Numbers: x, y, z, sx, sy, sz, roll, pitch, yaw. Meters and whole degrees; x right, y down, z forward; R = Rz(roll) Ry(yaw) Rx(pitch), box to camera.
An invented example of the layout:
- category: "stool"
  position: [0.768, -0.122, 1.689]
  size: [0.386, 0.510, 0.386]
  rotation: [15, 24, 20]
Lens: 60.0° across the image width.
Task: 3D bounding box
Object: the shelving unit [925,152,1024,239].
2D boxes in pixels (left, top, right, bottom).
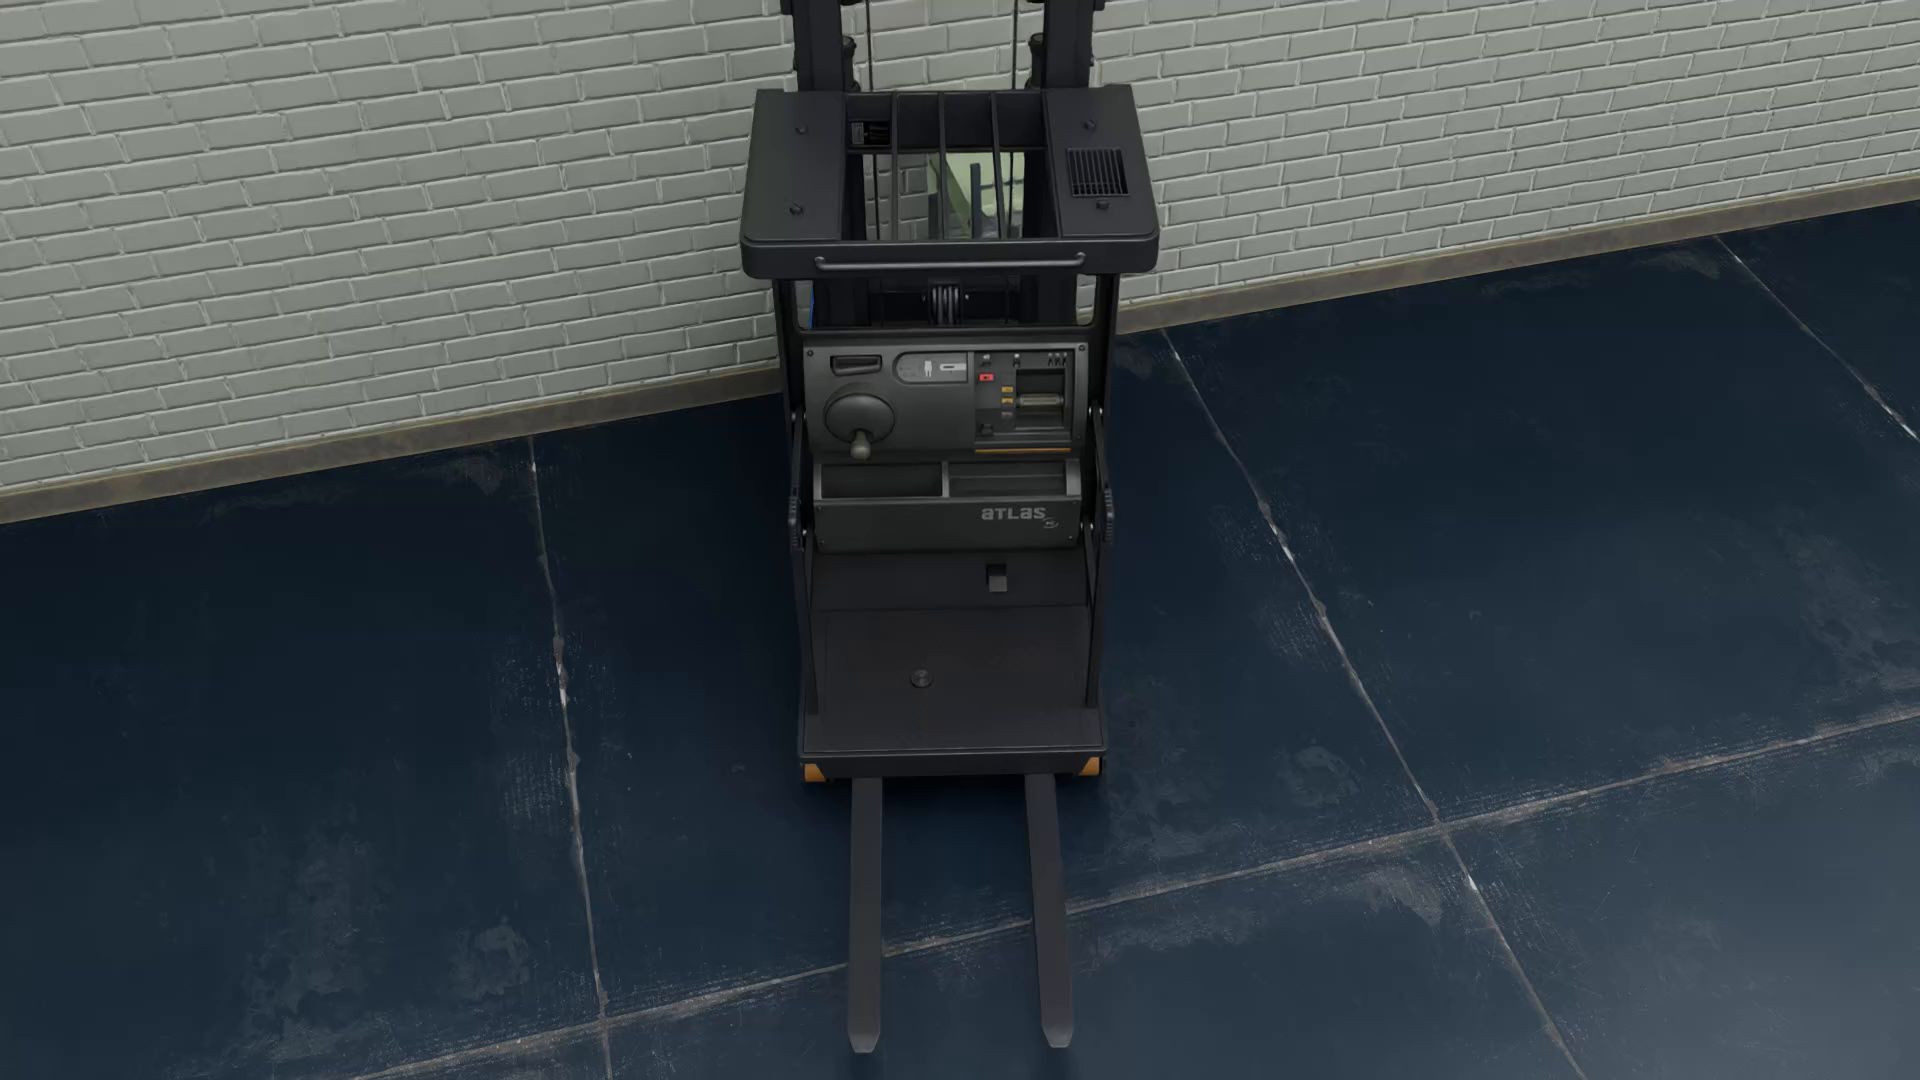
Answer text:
- category: "shelving unit"
  position: [0.159, -1.146, 7.055]
  size: [0.431, 1.500, 0.755]
  rotation: [-11, 44, -10]

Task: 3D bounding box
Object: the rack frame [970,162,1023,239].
- category: "rack frame"
  position: [0.254, -0.905, 6.797]
  size: [0.400, 1.500, 0.023]
  rotation: [-11, 44, -10]

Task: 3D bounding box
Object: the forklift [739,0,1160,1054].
- category: "forklift"
  position: [-0.037, -0.373, 5.314]
  size: [1.130, 2.935, 3.031]
  rotation: [-1, 46, -1]

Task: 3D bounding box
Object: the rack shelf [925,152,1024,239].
- category: "rack shelf"
  position: [0.149, -1.429, 6.787]
  size: [0.431, 0.370, 0.720]
  rotation: [-11, 44, -10]

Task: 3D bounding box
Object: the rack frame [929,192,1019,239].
- category: "rack frame"
  position: [0.065, -1.388, 7.313]
  size: [0.400, 1.500, 0.023]
  rotation: [-11, 44, -10]
